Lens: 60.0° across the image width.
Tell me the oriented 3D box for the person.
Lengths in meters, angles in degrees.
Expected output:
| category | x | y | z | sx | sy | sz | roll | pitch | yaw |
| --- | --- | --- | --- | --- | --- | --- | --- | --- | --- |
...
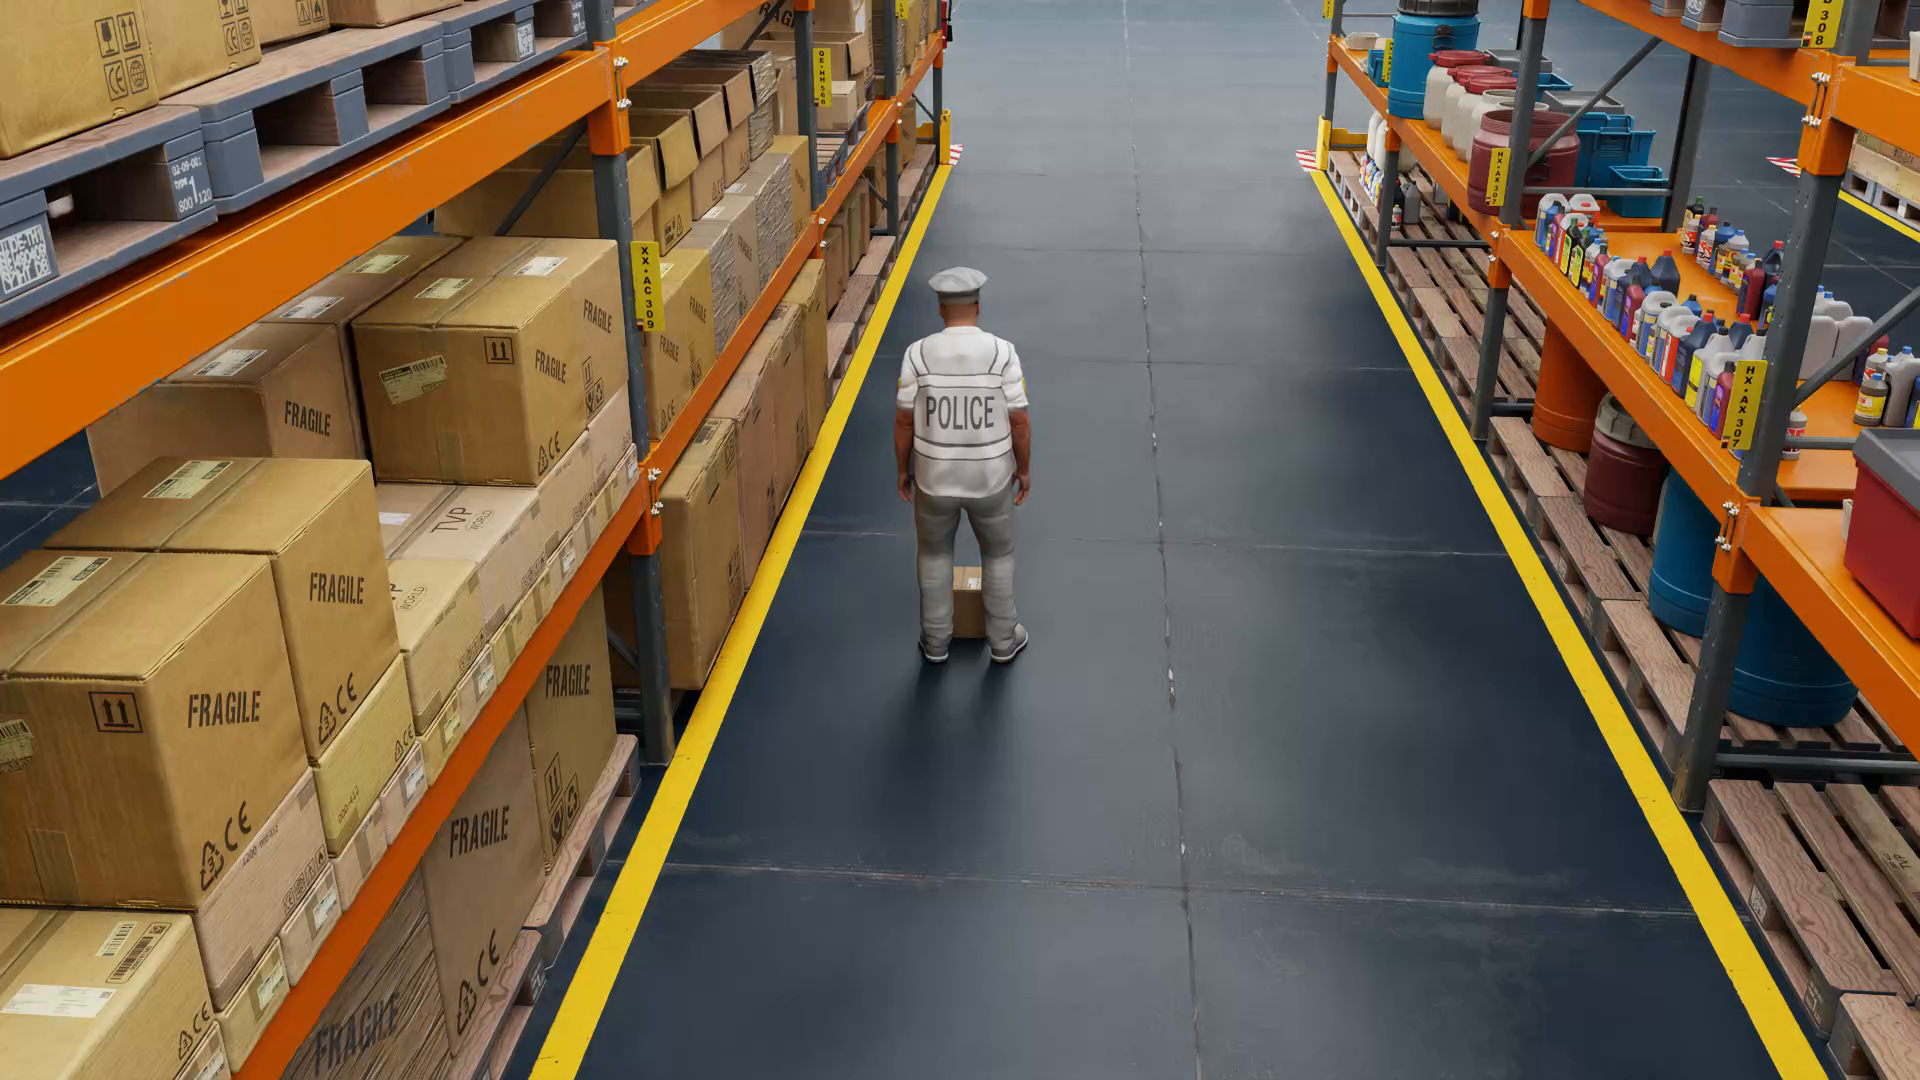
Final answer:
| category | x | y | z | sx | sy | sz | roll | pitch | yaw |
| --- | --- | --- | --- | --- | --- | --- | --- | --- | --- |
| person | 0.013 | -0.280 | 7.216 | 0.588 | 1.745 | 0.435 | 1 | 24 | 3 |
